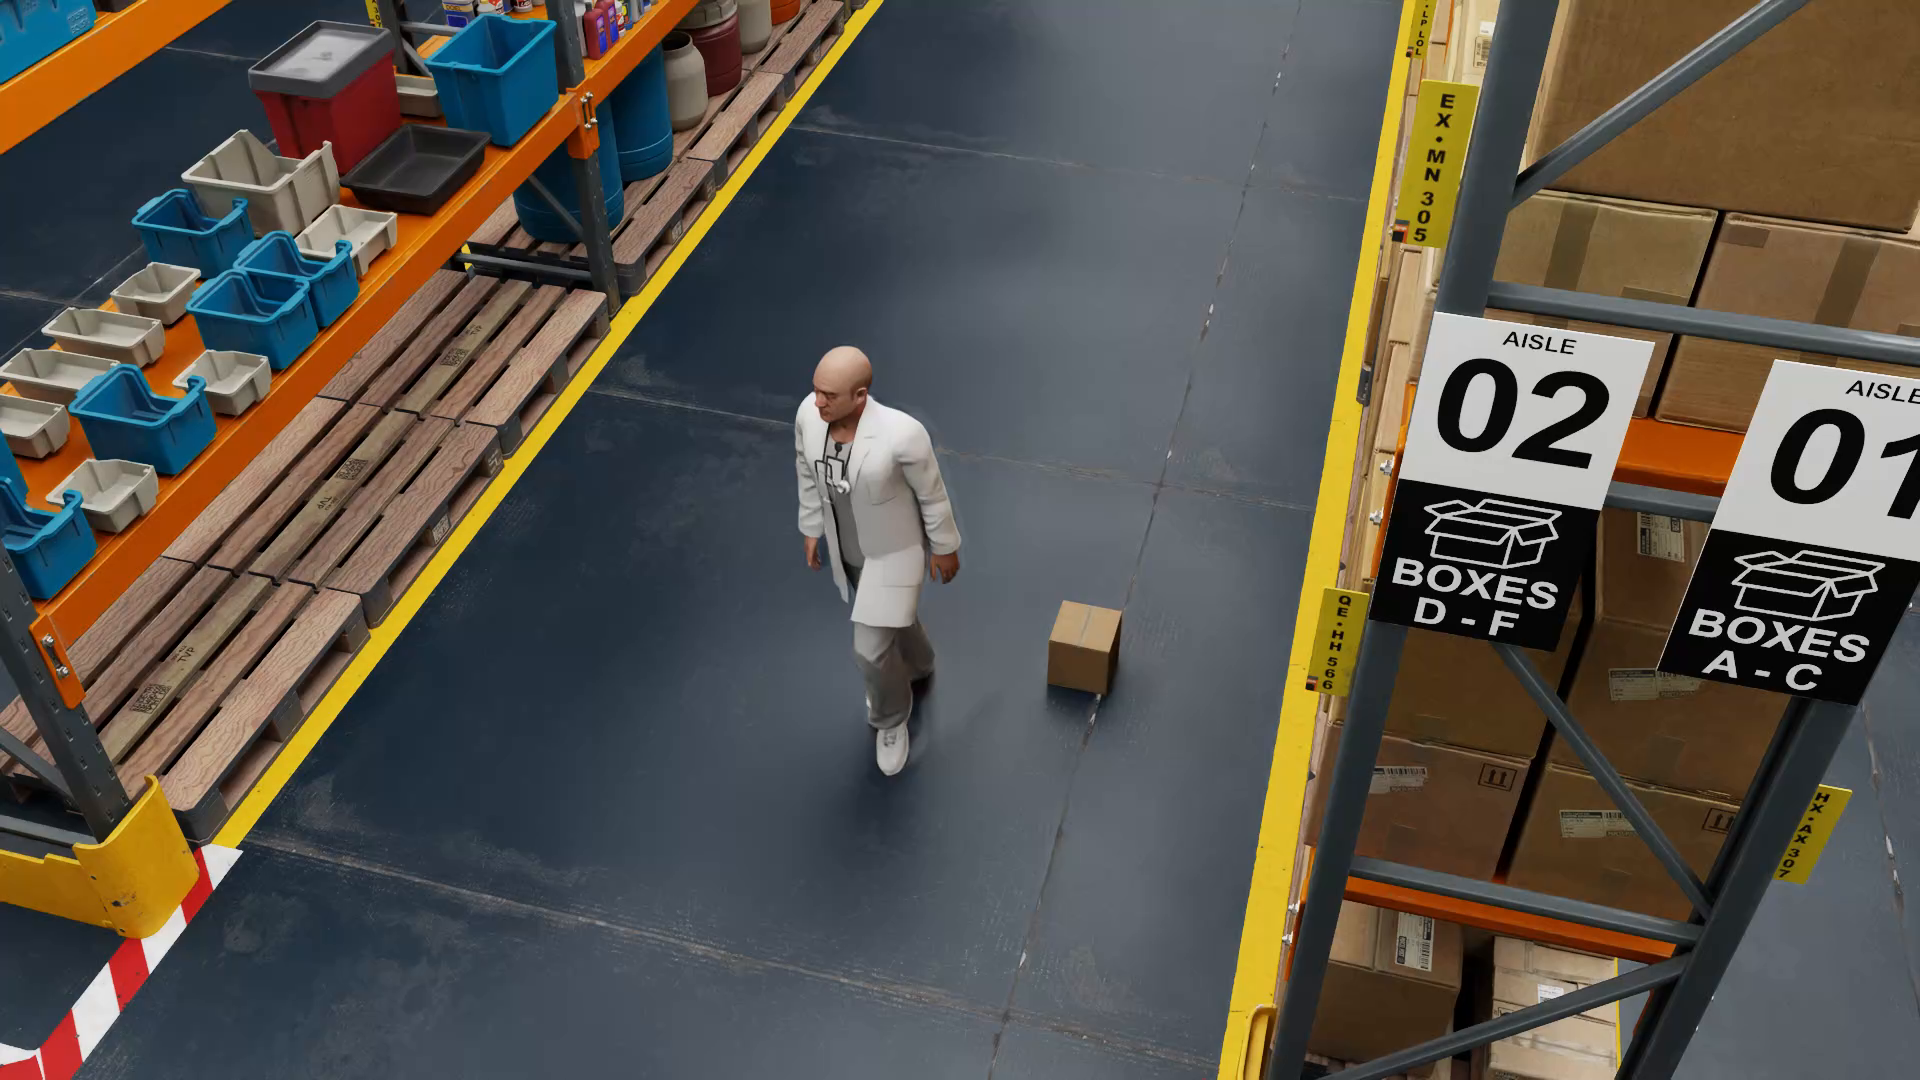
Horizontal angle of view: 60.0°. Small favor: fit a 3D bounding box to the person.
[{"bbox_3d":[-0.301,0.009,6.162,0.616,1.804,0.587,27,47,28],"label":"person"}]
